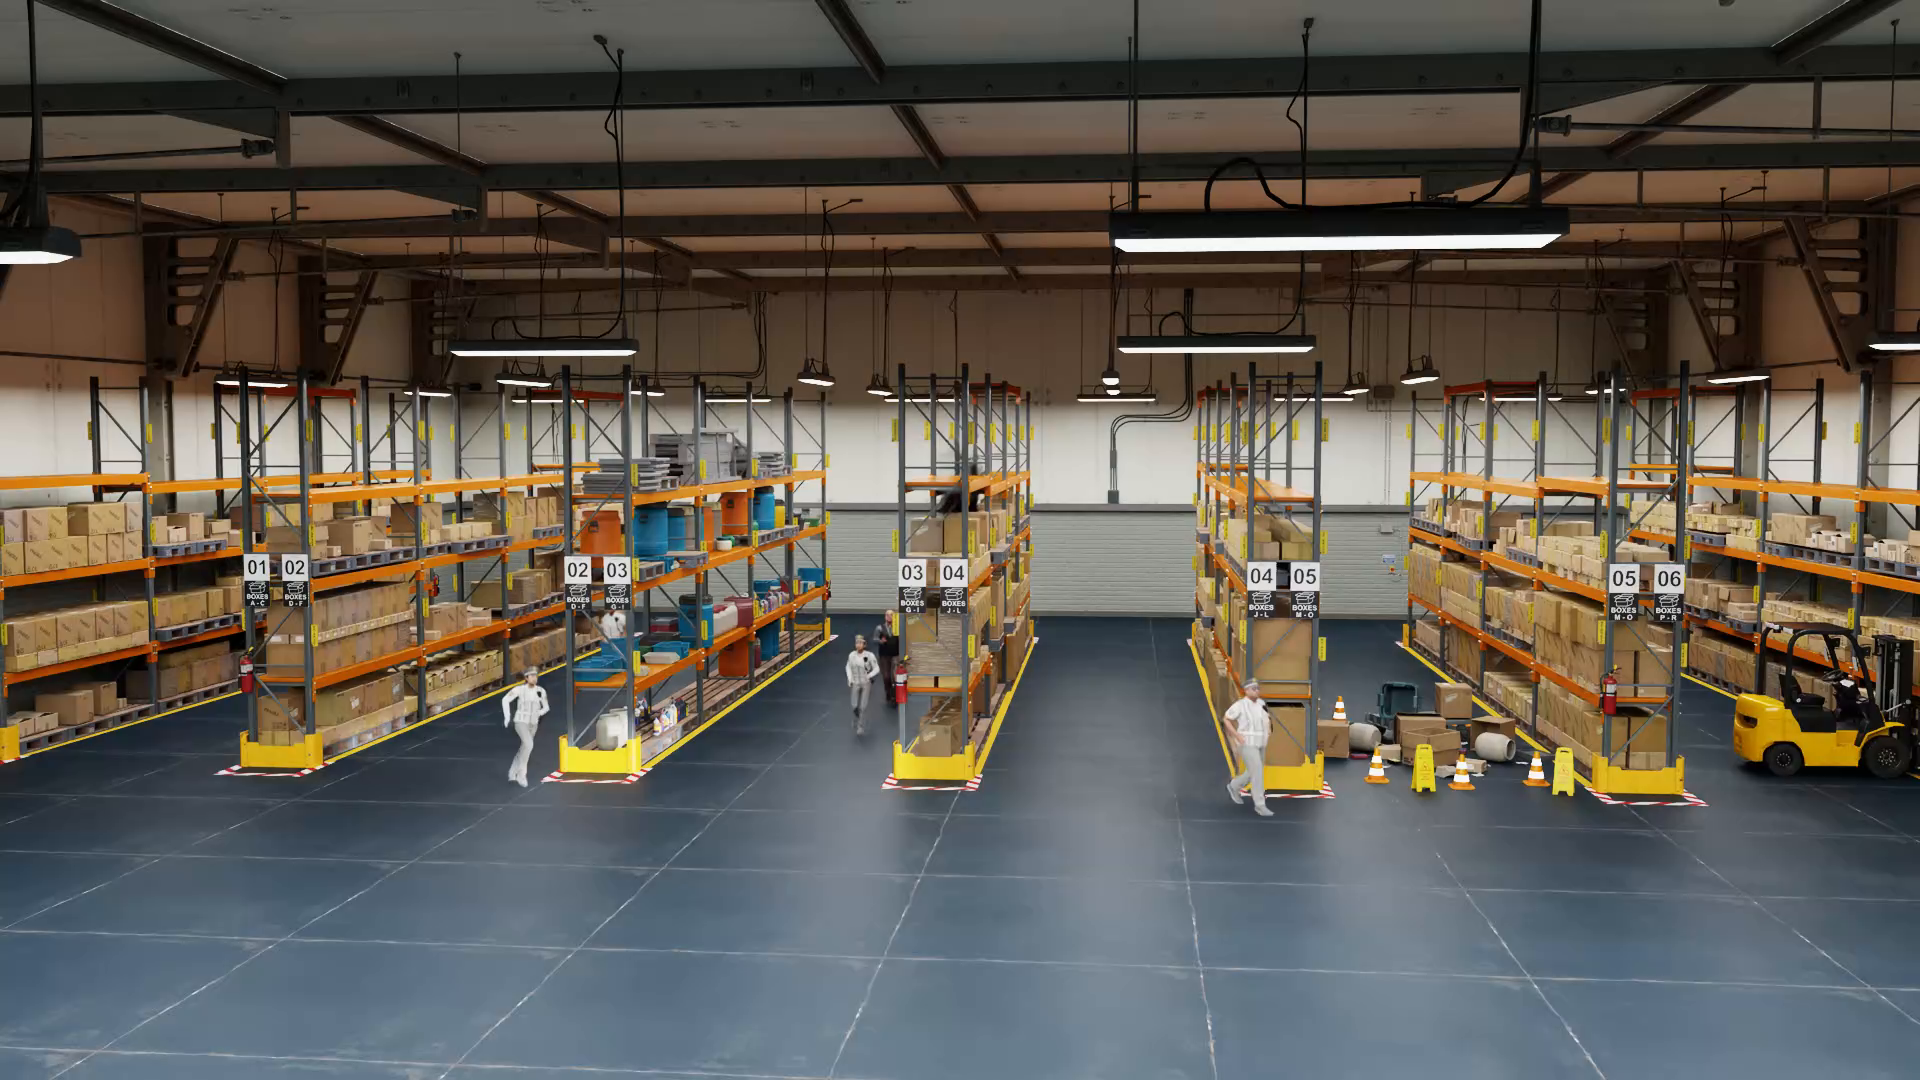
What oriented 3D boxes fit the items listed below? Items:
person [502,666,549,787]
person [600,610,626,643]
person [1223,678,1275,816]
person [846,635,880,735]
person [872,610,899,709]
[{"bbox_3d":[-6.163,2.636,23.758,0.595,1.661,0.658,-3,5,-39],"label":"person"},{"bbox_3d":[-6.973,2.051,33.493,0.603,1.639,0.541,0,4,4],"label":"person"},{"bbox_3d":[3.877,2.721,22.075,0.665,1.805,0.869,-3,5,-41],"label":"person"},{"bbox_3d":[-1.635,2.403,27.672,0.605,1.669,0.569,1,4,10],"label":"person"},{"bbox_3d":[-1.288,2.165,30.564,0.647,1.760,0.837,0,4,1],"label":"person"}]
